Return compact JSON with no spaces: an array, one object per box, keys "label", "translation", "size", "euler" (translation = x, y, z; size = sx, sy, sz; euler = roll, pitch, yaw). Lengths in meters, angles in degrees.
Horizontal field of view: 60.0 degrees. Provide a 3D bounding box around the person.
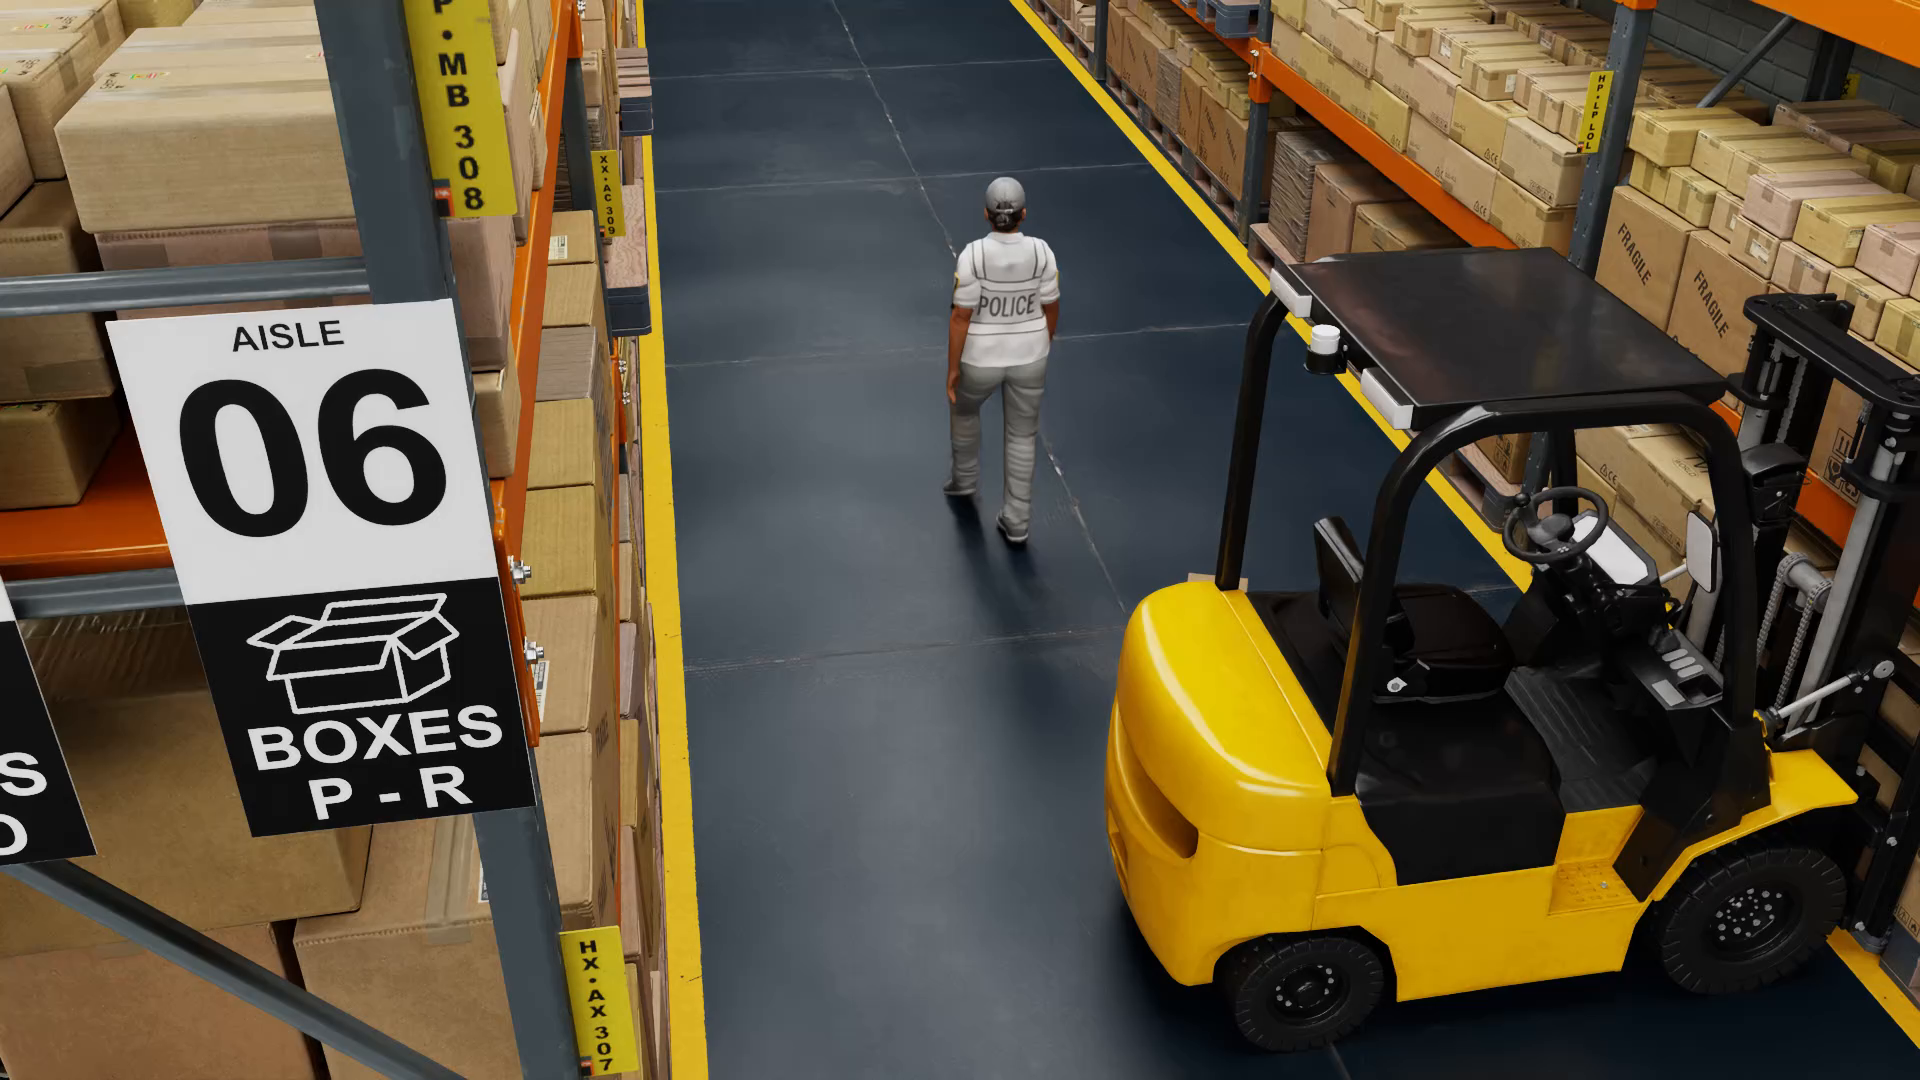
[{"label":"person","translation":[0.166,-0.881,7.596],"size":[0.525,1.639,0.880],"euler":[-3,31,-5]}]
